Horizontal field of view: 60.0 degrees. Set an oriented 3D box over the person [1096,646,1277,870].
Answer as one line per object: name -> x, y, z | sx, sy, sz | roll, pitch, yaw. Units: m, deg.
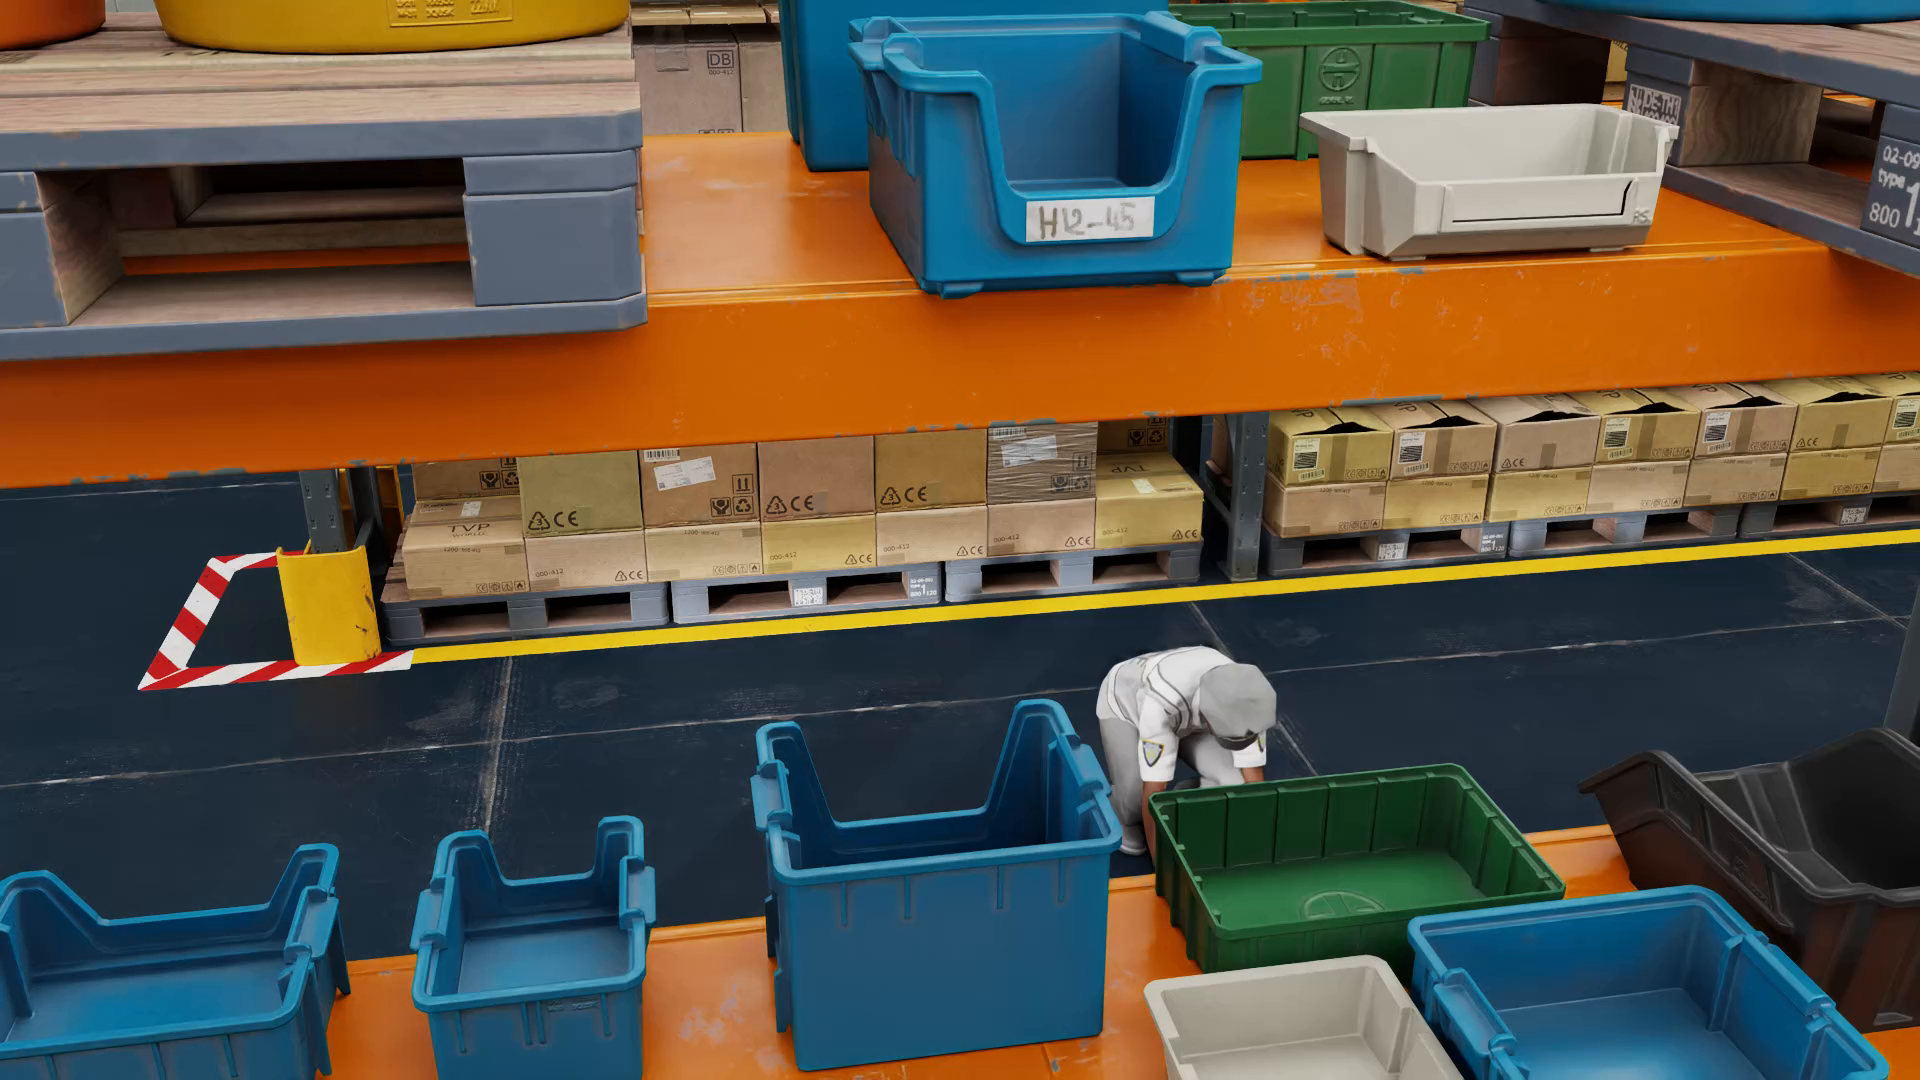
person -> 0.740, 0.687, 5.534 | 0.479, 0.863, 0.868 | -4, 24, -10
